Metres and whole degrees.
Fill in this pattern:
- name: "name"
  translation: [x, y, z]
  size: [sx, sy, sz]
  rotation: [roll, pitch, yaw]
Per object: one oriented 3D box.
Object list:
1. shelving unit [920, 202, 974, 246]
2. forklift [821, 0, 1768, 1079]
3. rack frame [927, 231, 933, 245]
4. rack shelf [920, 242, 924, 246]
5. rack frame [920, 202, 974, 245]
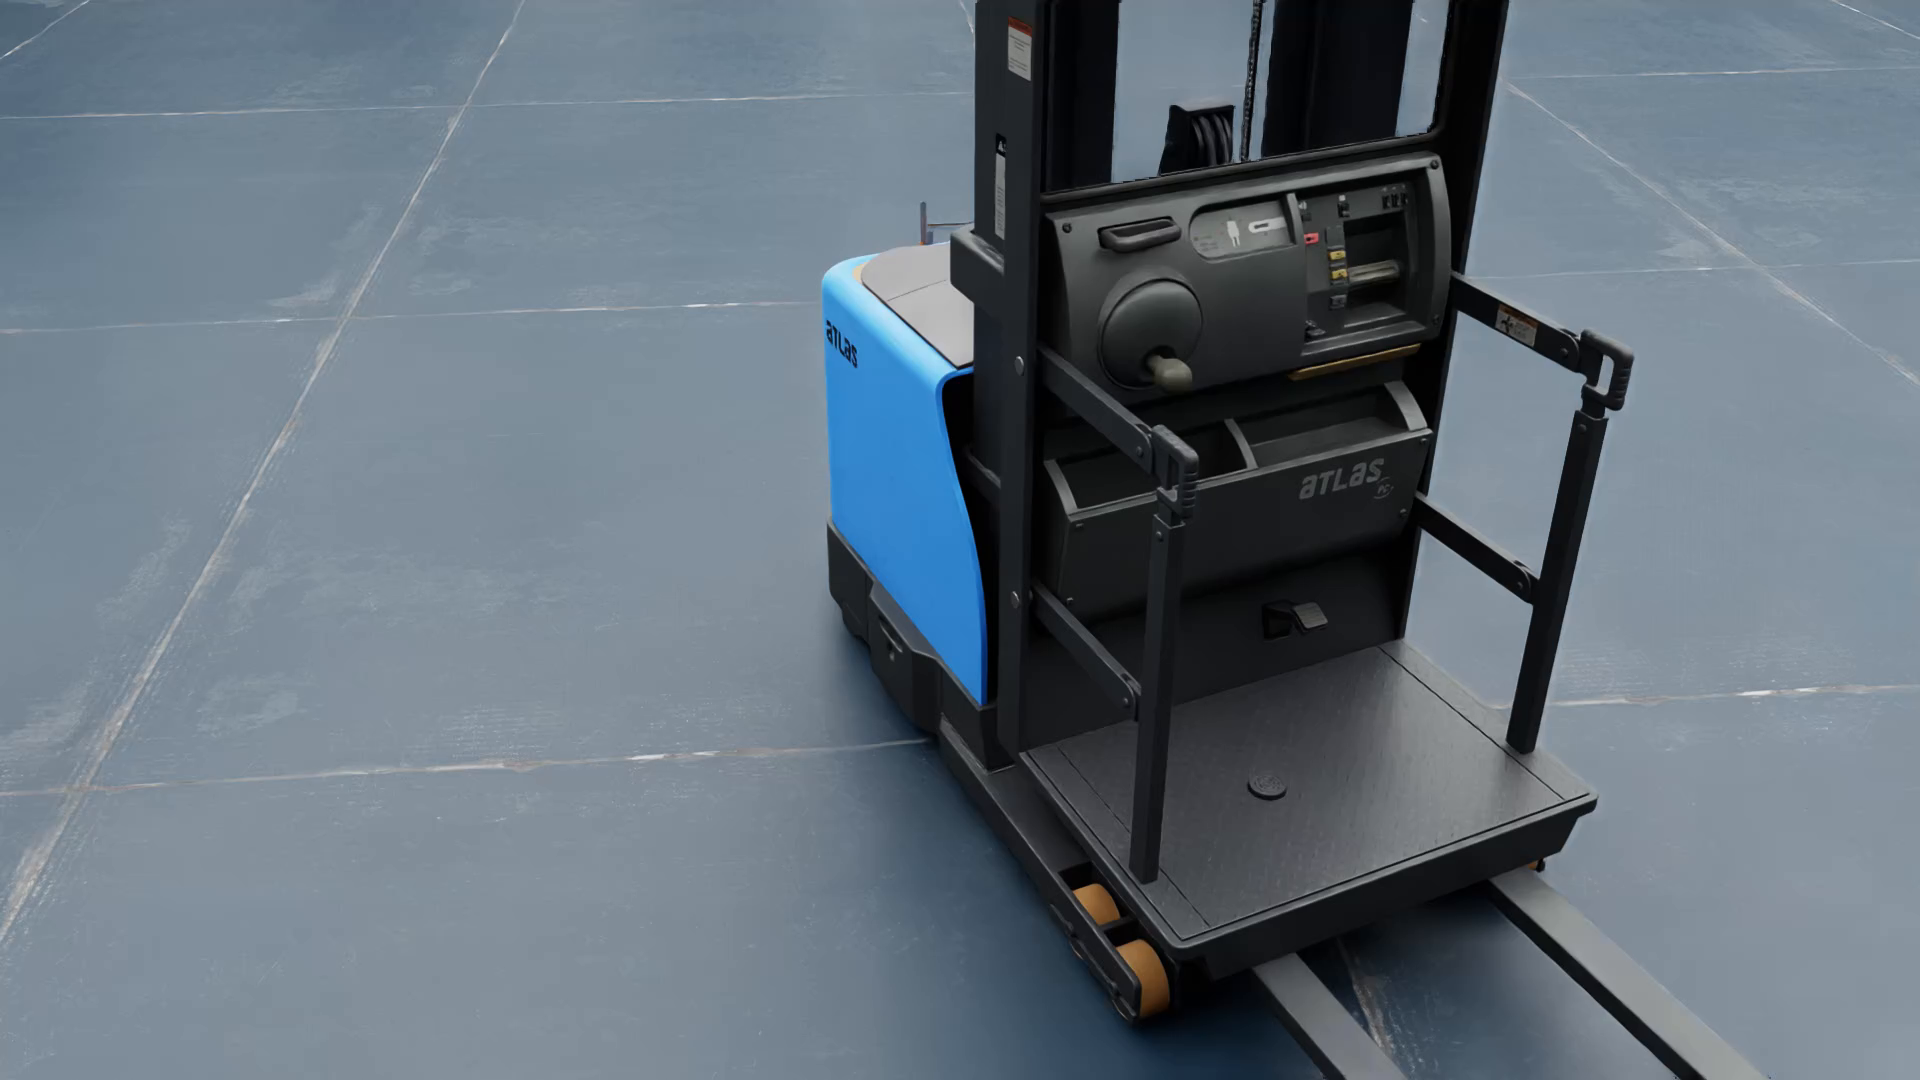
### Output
- name: "shelving unit"
  translation: [-0.005, -0.478, 5.027]
  size: [0.215, 1.050, 0.252]
  rotation: [-3, 31, -5]
- name: "forklift"
  translation: [0.706, -0.495, 3.221]
  size: [1.130, 2.935, 3.031]
  rotation: [-14, 33, -22]
- name: "rack frame"
  translation: [0.006, -0.416, 4.922]
  size: [0.200, 1.050, 0.008]
  rotation: [-3, 31, -5]
- name: "rack shelf"
  translation: [-0.005, -0.713, 4.886]
  size: [0.215, 0.259, 0.240]
  rotation: [-3, 31, -5]
- name: "rack frame"
  translation: [-0.016, -0.540, 5.131]
  size: [0.200, 1.050, 0.008]
  rotation: [-3, 31, -5]
